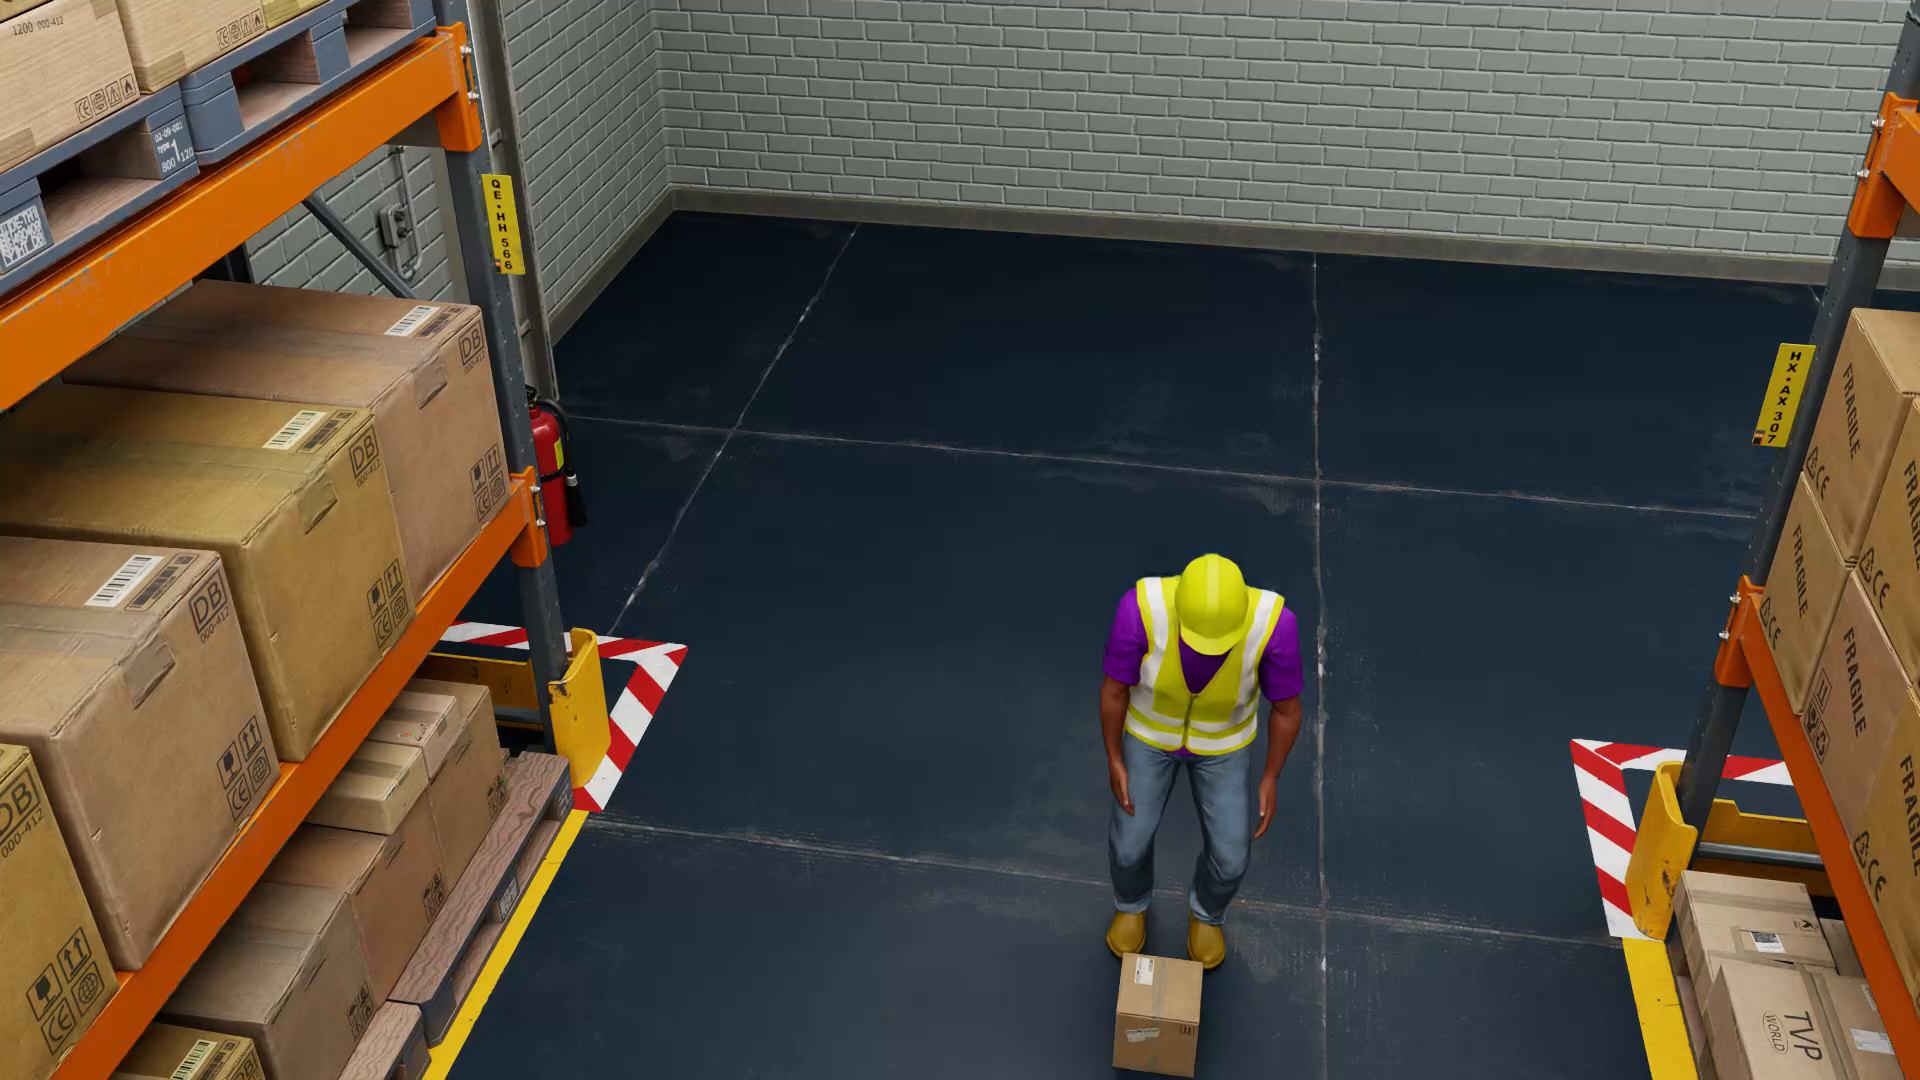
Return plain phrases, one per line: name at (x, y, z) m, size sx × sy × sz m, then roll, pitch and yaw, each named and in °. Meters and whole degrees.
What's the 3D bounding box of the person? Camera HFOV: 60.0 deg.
person at (0.734, 0.664, 5.188) m, size 0.613 × 1.633 × 0.576 m, roll 6°, pitch 33°, yaw 9°
